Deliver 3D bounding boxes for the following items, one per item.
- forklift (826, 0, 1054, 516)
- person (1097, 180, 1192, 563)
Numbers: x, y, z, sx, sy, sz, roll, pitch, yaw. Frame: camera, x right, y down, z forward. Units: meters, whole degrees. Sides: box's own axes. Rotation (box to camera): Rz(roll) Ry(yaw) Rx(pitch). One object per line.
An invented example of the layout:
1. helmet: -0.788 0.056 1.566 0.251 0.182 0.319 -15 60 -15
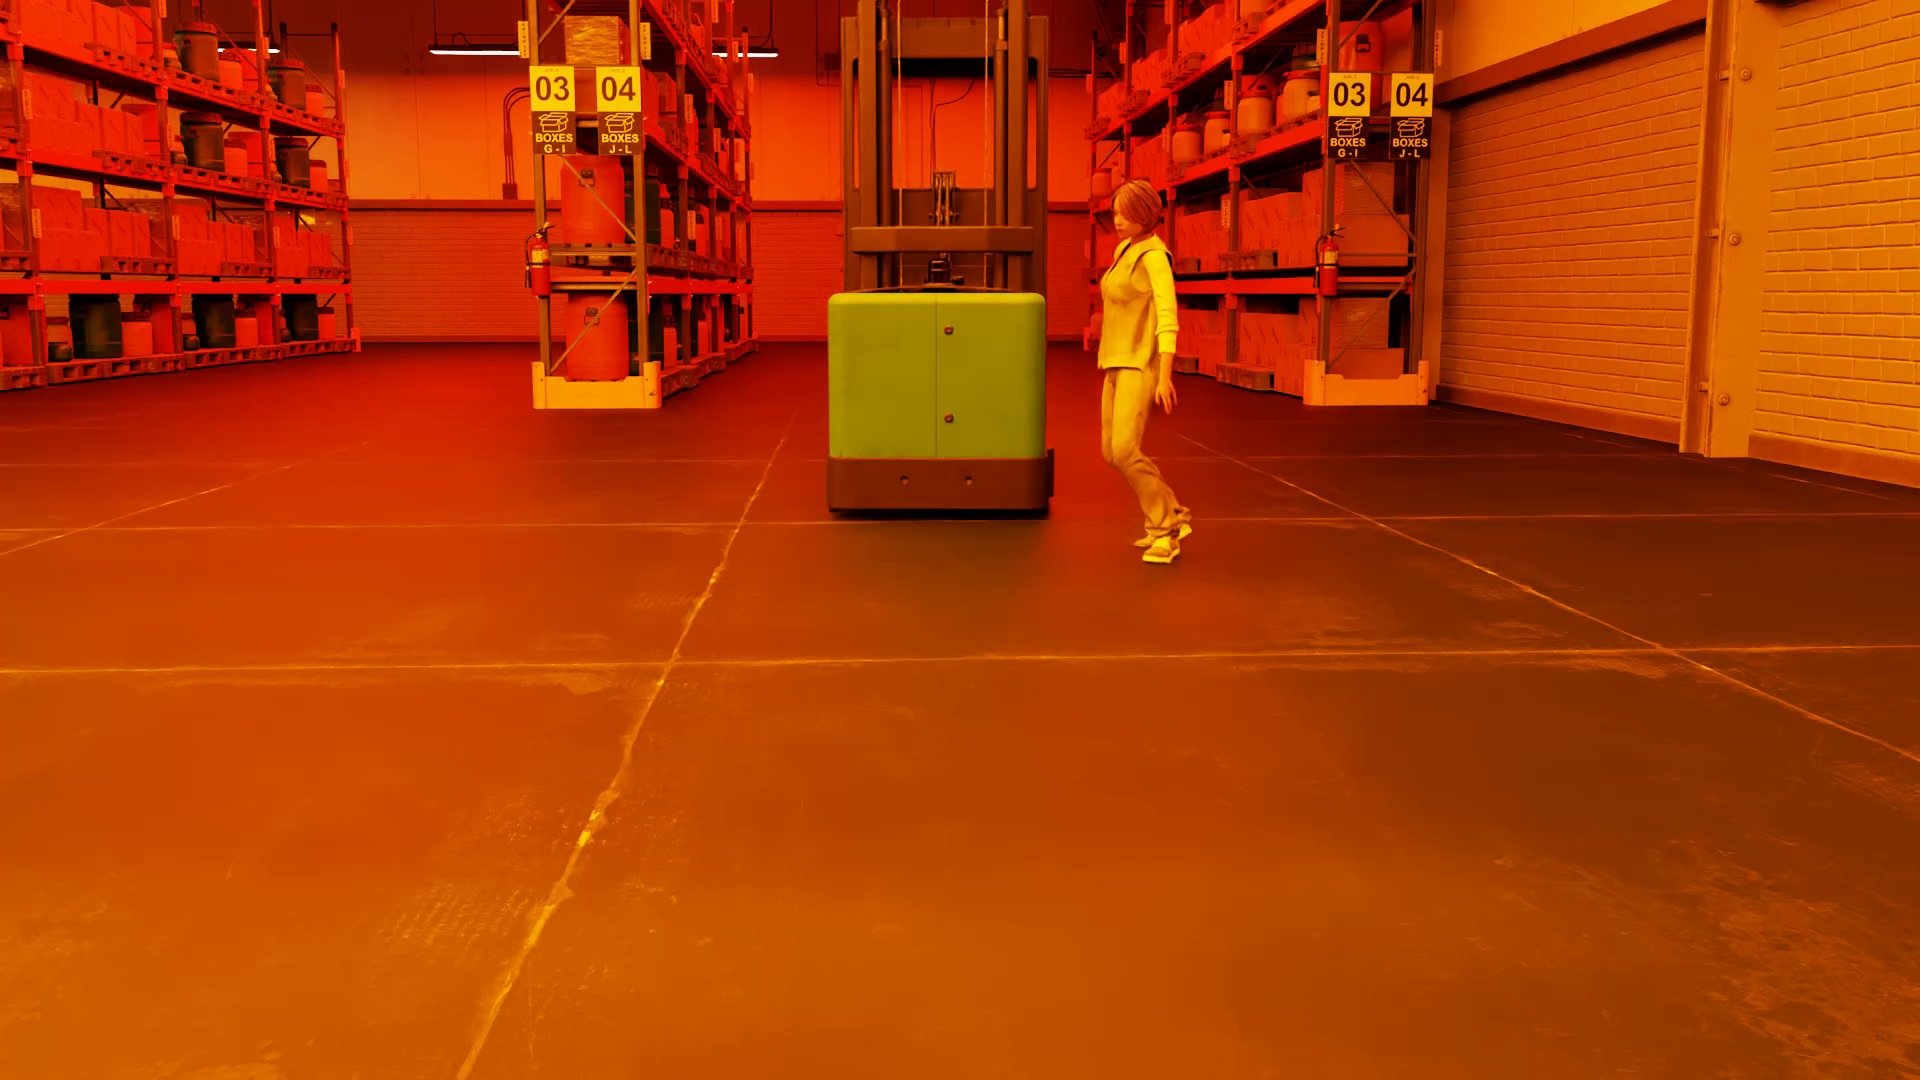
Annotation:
1. forklift: -0.071 -1.746 9.089 1.130 2.935 3.031 0 8 1
2. person: 0.798 -0.697 6.910 0.440 1.553 0.747 -1 9 -8
